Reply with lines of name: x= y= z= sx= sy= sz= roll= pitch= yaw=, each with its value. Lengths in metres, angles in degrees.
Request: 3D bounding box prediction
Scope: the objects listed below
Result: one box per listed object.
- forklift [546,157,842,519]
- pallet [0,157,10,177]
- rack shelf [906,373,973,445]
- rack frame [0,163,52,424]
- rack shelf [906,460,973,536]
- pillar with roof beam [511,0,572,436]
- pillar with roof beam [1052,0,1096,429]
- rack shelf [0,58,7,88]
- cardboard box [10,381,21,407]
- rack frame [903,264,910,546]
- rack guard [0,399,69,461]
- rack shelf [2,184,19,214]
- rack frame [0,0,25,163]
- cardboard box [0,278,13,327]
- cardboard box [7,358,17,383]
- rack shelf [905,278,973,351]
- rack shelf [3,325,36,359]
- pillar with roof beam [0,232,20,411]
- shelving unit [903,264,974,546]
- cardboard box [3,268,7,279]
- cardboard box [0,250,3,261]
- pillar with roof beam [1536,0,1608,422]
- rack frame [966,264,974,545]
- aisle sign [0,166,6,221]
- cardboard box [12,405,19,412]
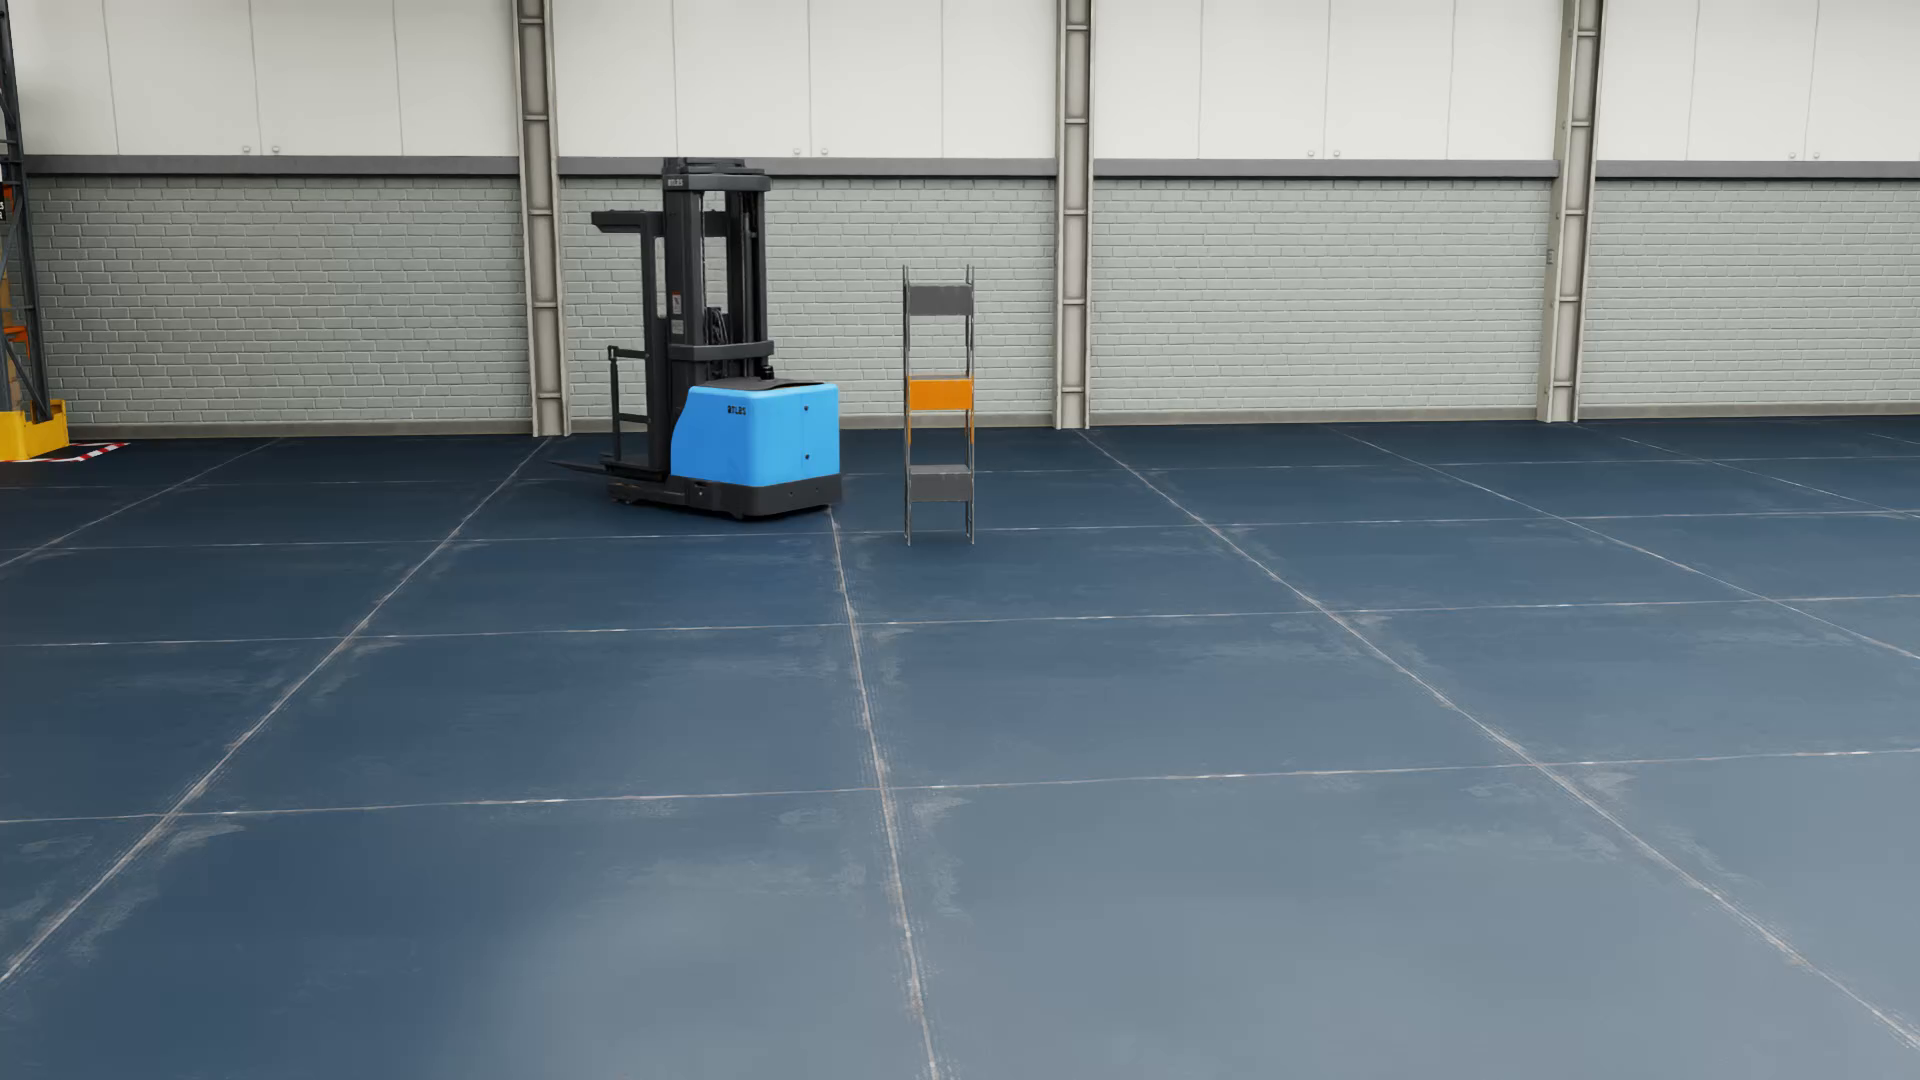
forklift: x=-2.470 y=-1.817 z=14.513 sx=3.031 sy=2.935 sz=1.130 roll=9 pitch=14 yaw=39
pallet: x=-10.538 y=-3.813 z=16.941 sx=1.213 sy=0.211 sz=1.003 roll=-1 pitch=11 yaw=-6
rack shelf: x=-0.165 y=-1.013 z=12.651 sx=0.480 sy=0.518 sz=0.431 roll=-1 pitch=11 yaw=-6
rack frame: x=-9.833 y=-2.394 z=17.272 sx=0.127 sy=3.000 sz=1.000 roll=-1 pitch=11 yaw=-6
rack shelf: x=-0.165 y=-0.327 z=12.786 sx=0.480 sy=0.518 sz=0.431 roll=-1 pitch=11 yaw=-6
pillar with roof beam: x=-4.192 y=-4.796 z=13.935 sx=0.400 sy=9.000 sz=9.100 roll=-1 pitch=11 yaw=-6
pillar with roof beam: x=1.773 y=-4.921 z=14.571 sx=0.400 sy=9.000 sz=9.100 roll=-1 pitch=11 yaw=-6
rack shelf: x=-11.821 y=-4.747 z=16.589 sx=4.000 sy=0.370 sz=1.077 roll=-1 pitch=11 yaw=-6
cardboard box: x=-10.322 y=-1.527 z=17.601 sx=0.500 sy=0.250 sz=0.500 roll=-1 pitch=11 yaw=-5
rack frame: x=-0.407 y=-1.022 z=12.622 sx=0.015 sy=2.100 sz=0.400 roll=-1 pitch=11 yaw=-6
rack guard: x=-9.809 y=-1.168 z=17.516 sx=0.348 sy=0.500 sz=1.175 roll=-1 pitch=11 yaw=-6
rack shelf: x=-11.821 y=-3.472 z=16.840 sx=4.000 sy=0.370 sz=1.077 roll=-1 pitch=11 yaw=-6
rack frame: x=-9.833 y=-5.338 z=16.693 sx=0.127 sy=3.000 sz=1.000 roll=-1 pitch=11 yaw=-6
cardboard box: x=-10.355 y=-2.486 z=17.481 sx=0.500 sy=0.500 sz=0.500 roll=-1 pitch=11 yaw=-4
cardboard box: x=-10.331 y=-1.768 z=17.534 sx=0.500 sy=0.250 sz=0.500 roll=-1 pitch=11 yaw=-7
rack shelf: x=-0.165 y=-1.700 z=12.516 sx=0.480 sy=0.518 sz=0.431 roll=-1 pitch=11 yaw=-6
rack shelf: x=-11.821 y=-2.000 z=17.129 sx=4.000 sy=0.370 sz=1.077 roll=-1 pitch=11 yaw=-6
pillar with roof beam: x=-10.157 y=-4.671 z=13.299 sx=0.400 sy=9.000 sz=9.100 roll=-1 pitch=11 yaw=-6
shelving unit: x=-0.165 y=-1.027 z=12.648 sx=0.503 sy=2.100 sz=0.431 roll=-1 pitch=11 yaw=-6
cardboard box: x=-10.198 y=-2.805 z=17.417 sx=0.250 sy=0.149 sz=0.380 roll=-1 pitch=11 yaw=-8
cardboard box: x=-10.190 y=-2.942 z=17.344 sx=0.250 sy=0.149 sz=0.380 roll=-1 pitch=11 yaw=-7
pillar with roof beam: x=7.737 y=-5.046 z=15.207 sx=0.400 sy=9.000 sz=9.100 roll=-1 pitch=11 yaw=-6
rack frame: x=0.078 y=-1.032 z=12.674 sx=0.015 sy=2.100 sz=0.400 roll=-1 pitch=11 yaw=-6
aisle sign: x=-9.736 y=-3.615 z=16.742 sx=0.004 sy=0.787 sz=0.394 roll=-1 pitch=11 yaw=-6
cardboard box: x=-10.342 y=-1.279 z=17.635 sx=0.500 sy=0.250 sz=0.500 roll=-1 pitch=11 yaw=-6
